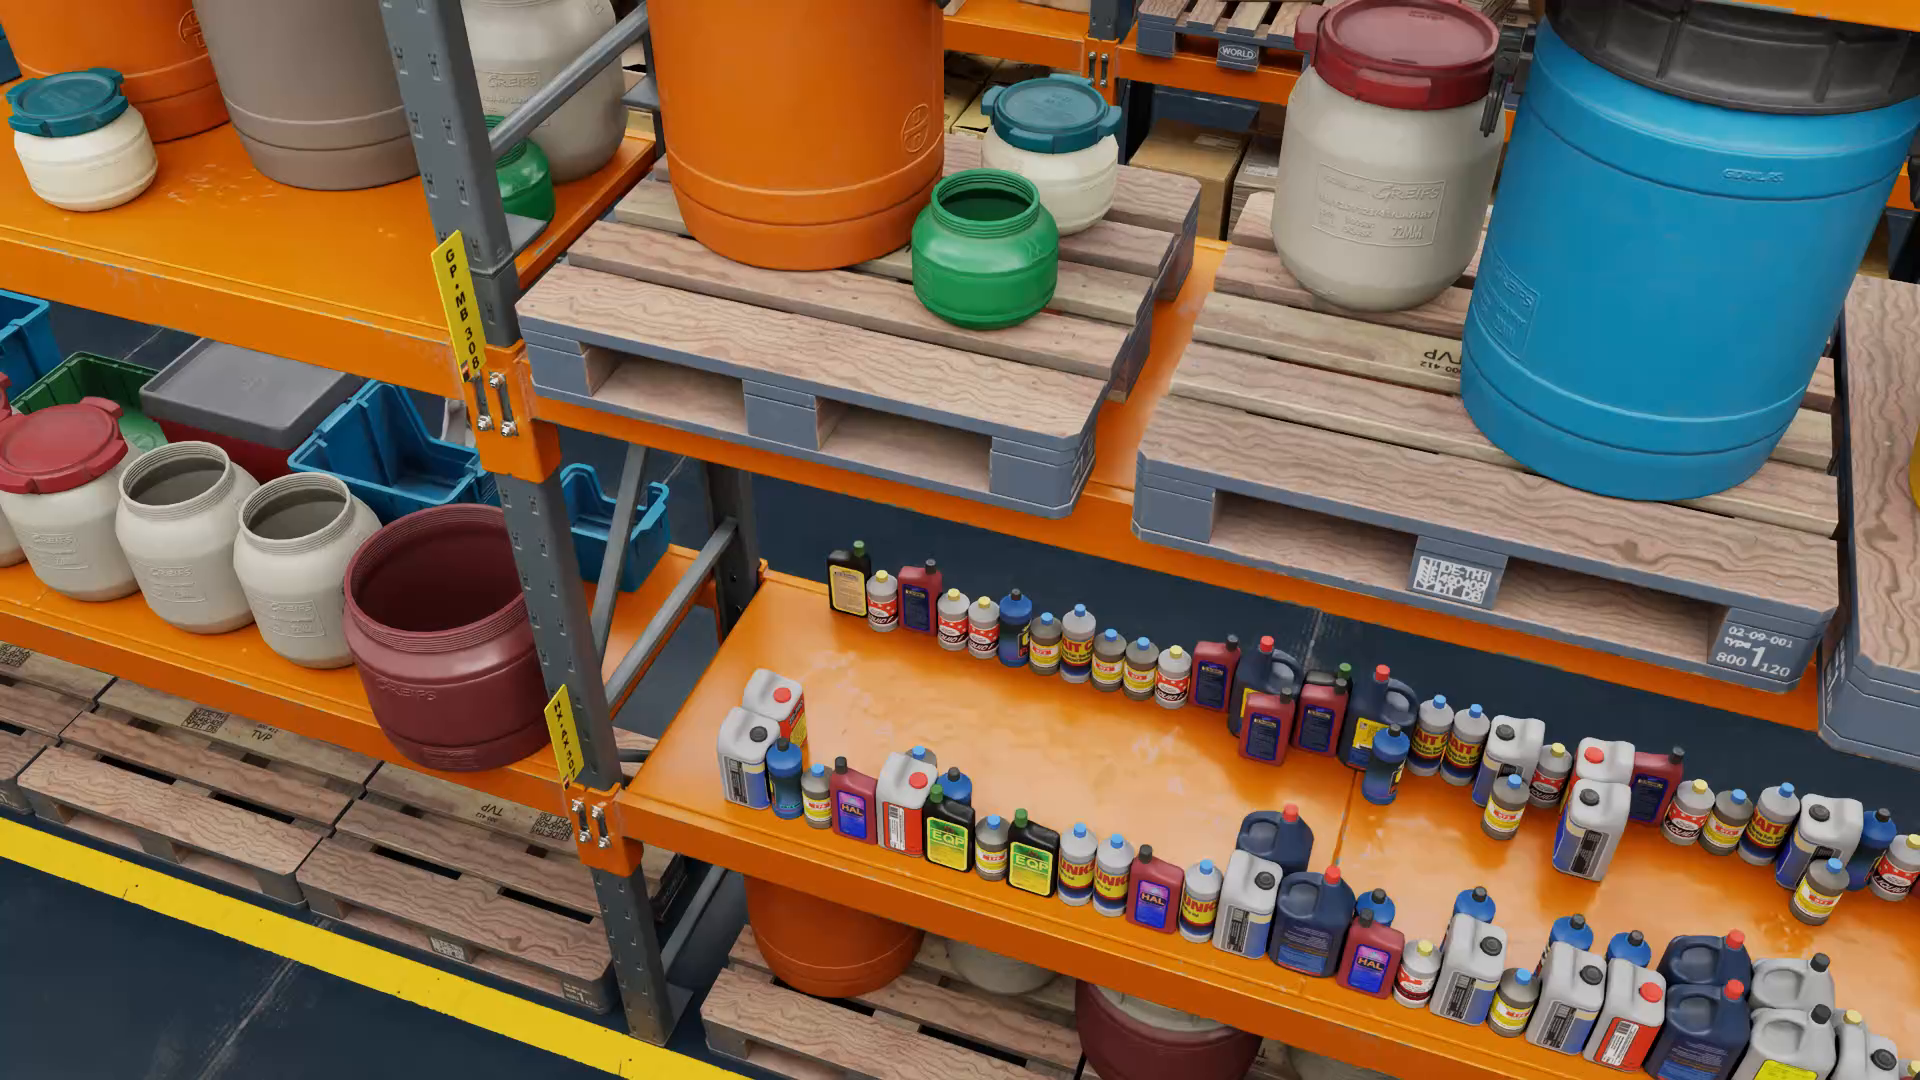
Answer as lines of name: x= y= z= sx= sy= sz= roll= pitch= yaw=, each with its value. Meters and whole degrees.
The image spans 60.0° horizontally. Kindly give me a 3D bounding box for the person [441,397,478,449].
person: x=-1.732 y=-0.044 z=6.220 sx=0.402 sy=1.597 sz=0.491 roll=14 pitch=44 yaw=15
